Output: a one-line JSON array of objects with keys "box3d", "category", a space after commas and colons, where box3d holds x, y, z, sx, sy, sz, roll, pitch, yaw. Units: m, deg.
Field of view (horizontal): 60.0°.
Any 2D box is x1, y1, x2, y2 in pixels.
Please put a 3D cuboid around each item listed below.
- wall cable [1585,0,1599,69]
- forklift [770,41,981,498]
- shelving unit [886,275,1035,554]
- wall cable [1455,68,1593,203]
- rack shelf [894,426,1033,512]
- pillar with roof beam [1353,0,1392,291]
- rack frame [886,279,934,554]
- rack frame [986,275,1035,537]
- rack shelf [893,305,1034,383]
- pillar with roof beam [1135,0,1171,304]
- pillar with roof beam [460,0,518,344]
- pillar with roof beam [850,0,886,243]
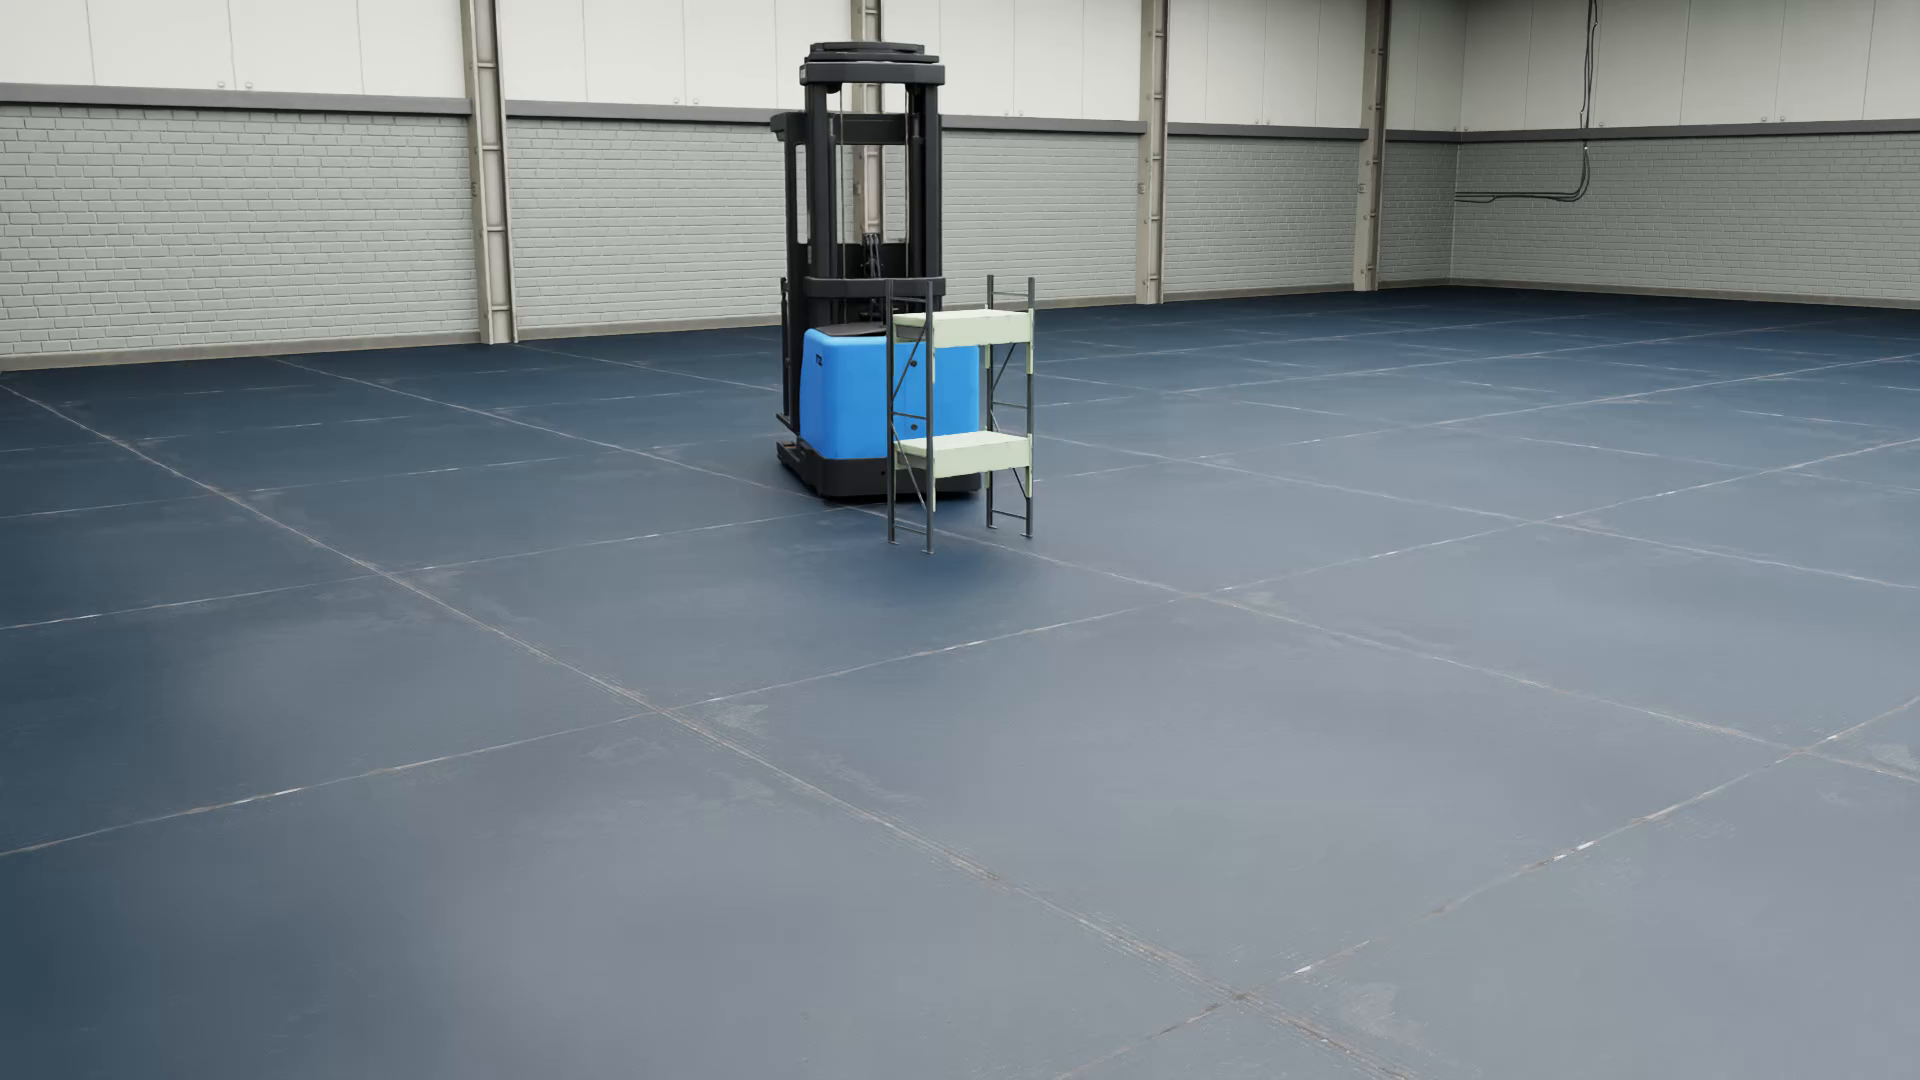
[{"box3d": [12.818, -10.012, 30.433, 0.112, 2.526, 3.097, -9, 15, -38], "category": "wall cable"}, {"box3d": [-0.725, -1.966, 11.832, 1.130, 2.935, 3.031, -3, 12, -14], "category": "forklift"}, {"box3d": [0.005, -0.735, 9.477, 0.755, 1.500, 0.431, -9, 15, -38], "category": "shelving unit"}, {"box3d": [11.128, -7.981, 33.024, 0.112, 2.526, 3.097, -9, 15, -38], "category": "wall cable"}, {"box3d": [0.005, -0.416, 9.545, 0.720, 0.370, 0.431, -9, 15, -38], "category": "rack shelf"}, {"box3d": [10.691, -8.634, 28.623, 0.400, 9.000, 9.100, -9, 15, -38], "category": "pillar with roof beam"}, {"box3d": [-0.281, -0.687, 9.253, 0.023, 1.500, 0.400, -9, 15, -38], "category": "rack frame"}, {"box3d": [0.291, -0.782, 9.701, 0.023, 1.500, 0.400, -9, 15, -38], "category": "rack frame"}, {"box3d": [0.005, -1.116, 9.396, 0.720, 0.370, 0.431, -9, 15, -38], "category": "rack shelf"}, {"box3d": [6.006, -7.855, 24.957, 0.400, 9.000, 9.100, -9, 15, -38], "category": "pillar with roof beam"}, {"box3d": [-3.364, -6.298, 17.624, 0.400, 9.000, 9.100, -9, 15, -38], "category": "pillar with roof beam"}, {"box3d": [1.321, -7.077, 21.290, 0.400, 9.000, 9.100, -9, 15, -38], "category": "pillar with roof beam"}]
